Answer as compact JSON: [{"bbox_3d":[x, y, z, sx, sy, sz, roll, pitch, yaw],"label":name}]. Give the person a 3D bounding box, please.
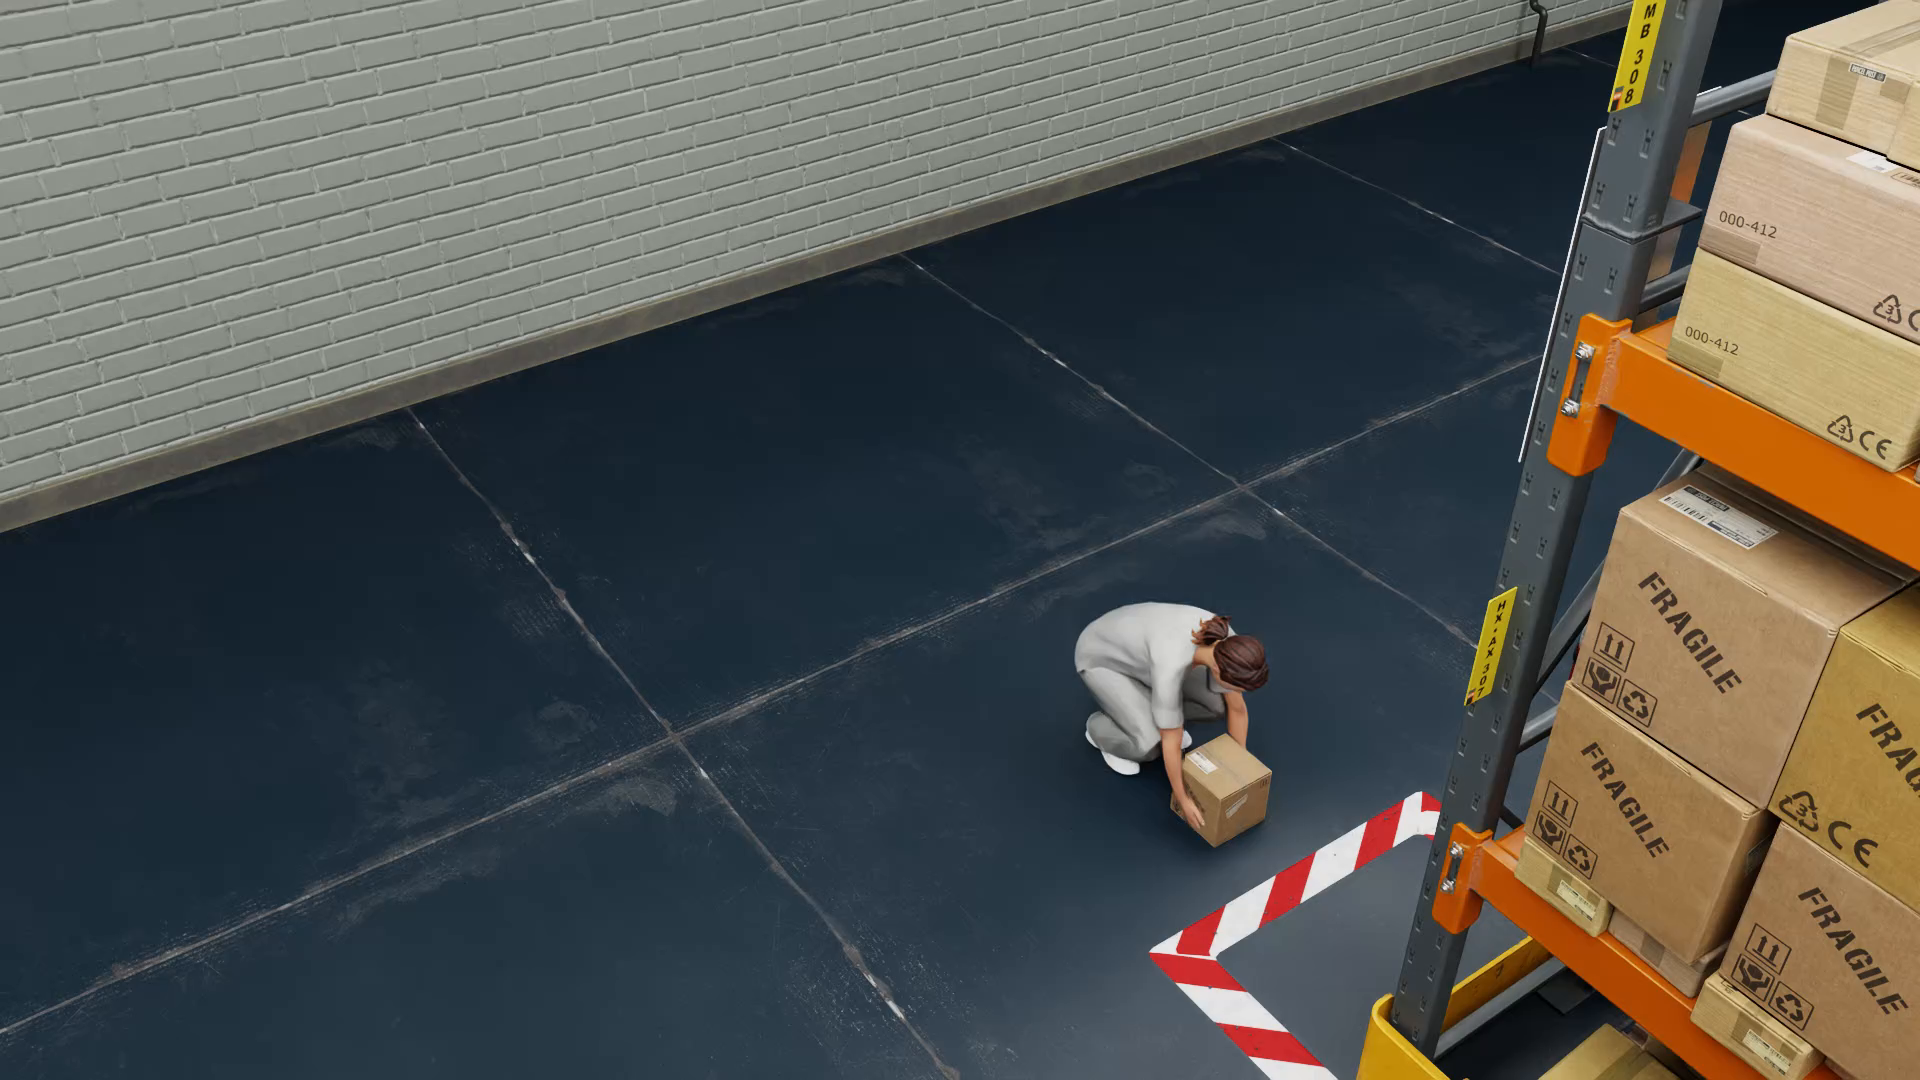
[{"bbox_3d":[0.776,0.540,6.163,0.478,0.805,0.804,-23,42,-27],"label":"person"}]
